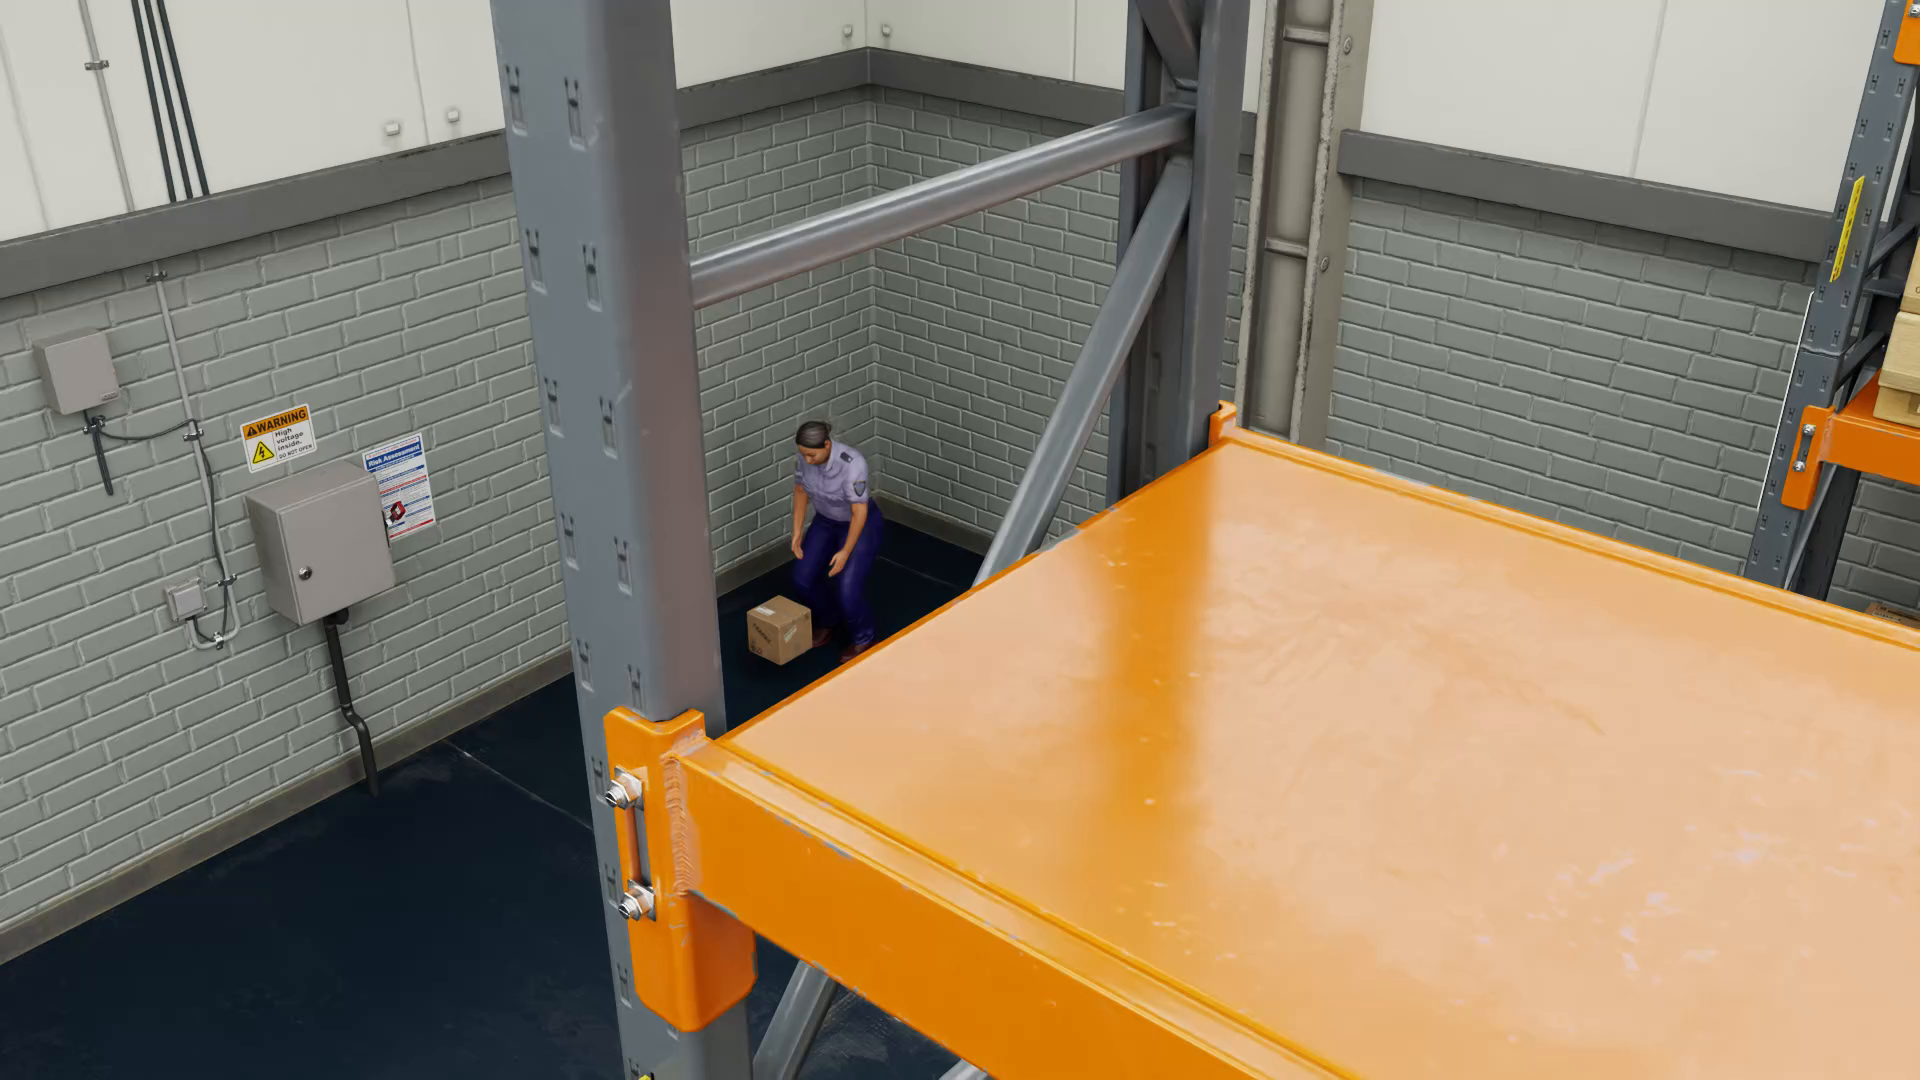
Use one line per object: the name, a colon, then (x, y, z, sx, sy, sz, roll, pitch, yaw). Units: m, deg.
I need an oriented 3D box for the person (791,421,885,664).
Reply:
person: (-0.674, -0.029, 9.284, 0.525, 1.490, 0.552, 21, 34, 35)
